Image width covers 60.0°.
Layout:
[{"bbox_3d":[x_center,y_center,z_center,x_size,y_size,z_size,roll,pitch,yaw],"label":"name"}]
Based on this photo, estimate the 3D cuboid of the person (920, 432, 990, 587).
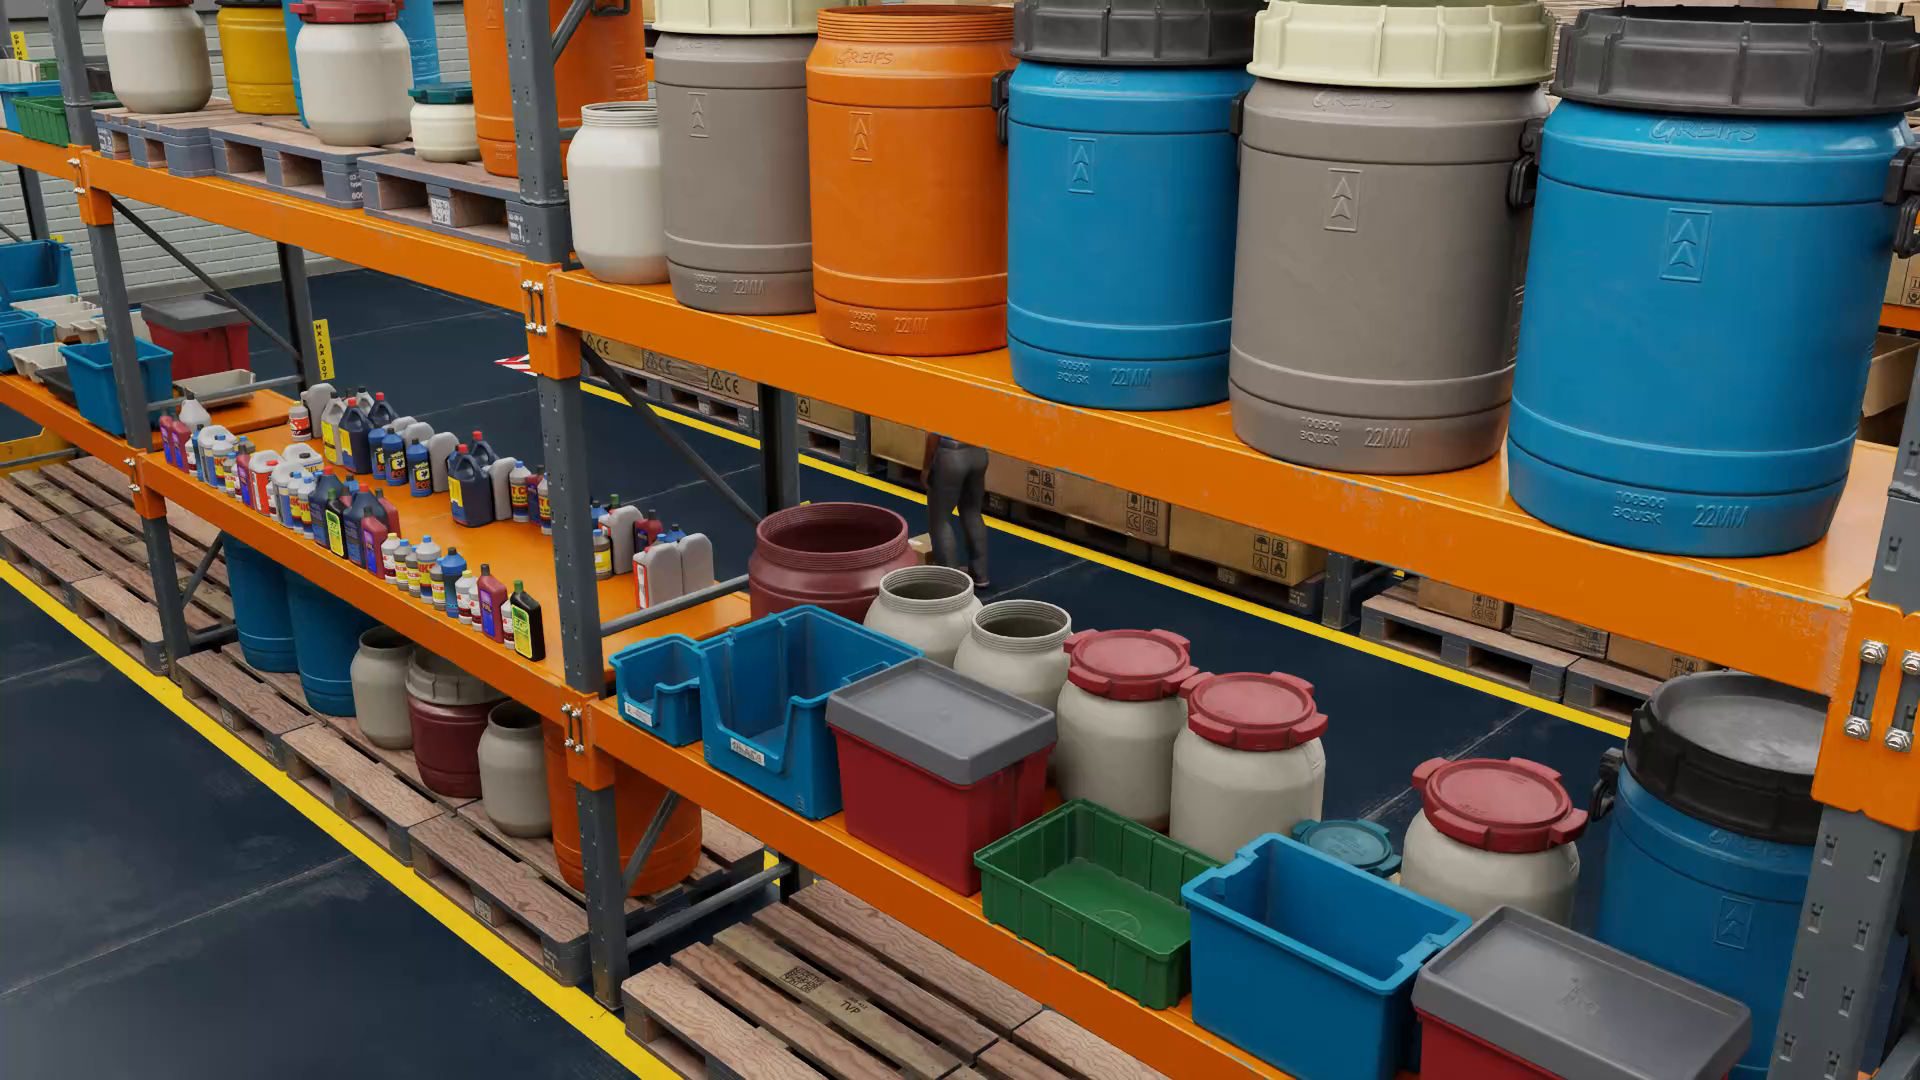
[{"bbox_3d":[-0.028,-0.469,9.825,0.349,1.655,0.508,19,28,41],"label":"person"}]
